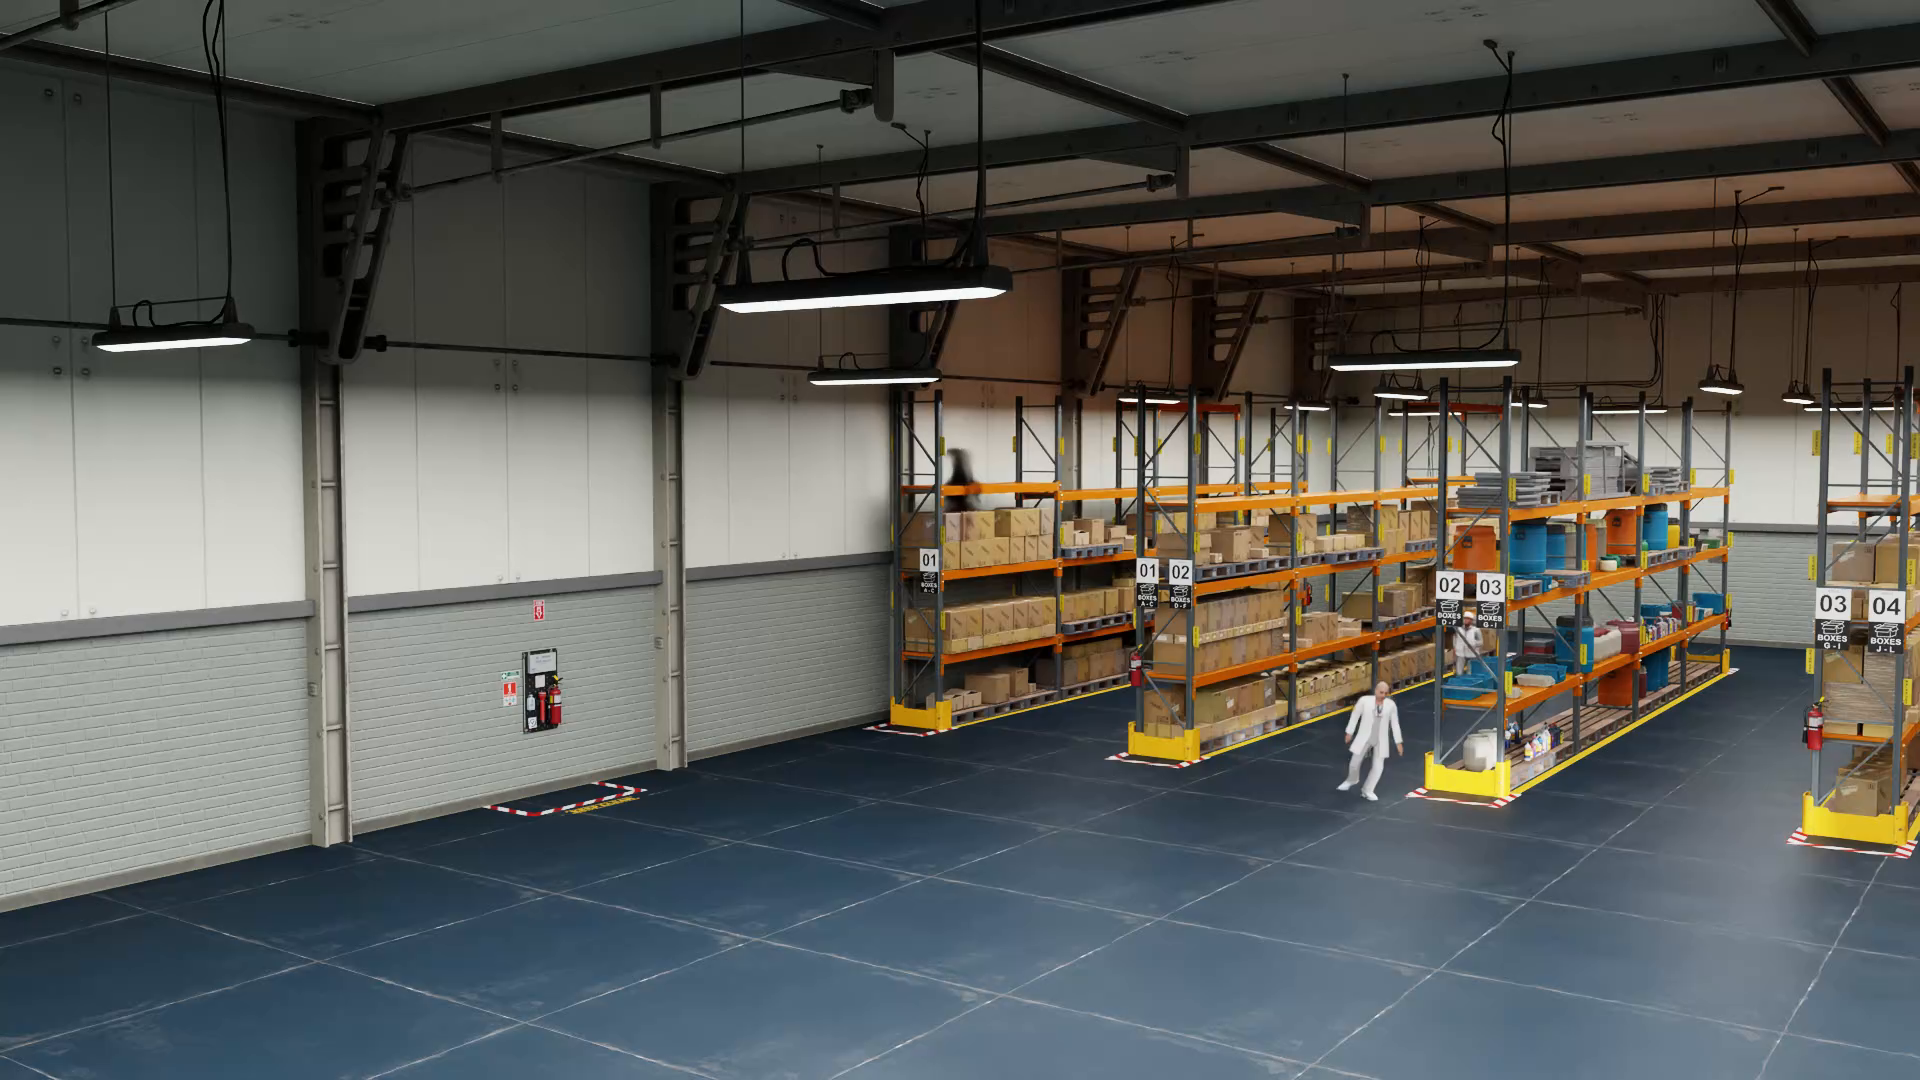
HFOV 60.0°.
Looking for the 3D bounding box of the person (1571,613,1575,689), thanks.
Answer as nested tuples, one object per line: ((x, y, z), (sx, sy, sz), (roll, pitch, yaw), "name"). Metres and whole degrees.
((12.802, 2.277, 34.481), (0.437, 1.606, 0.789), (2, 4, 33), "person")

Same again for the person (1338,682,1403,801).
((5.804, 2.886, 23.527), (0.853, 1.563, 0.650), (0, 3, 5), "person")

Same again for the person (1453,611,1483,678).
((9.955, 2.280, 32.660), (0.625, 1.759, 0.689), (2, 4, 28), "person")
